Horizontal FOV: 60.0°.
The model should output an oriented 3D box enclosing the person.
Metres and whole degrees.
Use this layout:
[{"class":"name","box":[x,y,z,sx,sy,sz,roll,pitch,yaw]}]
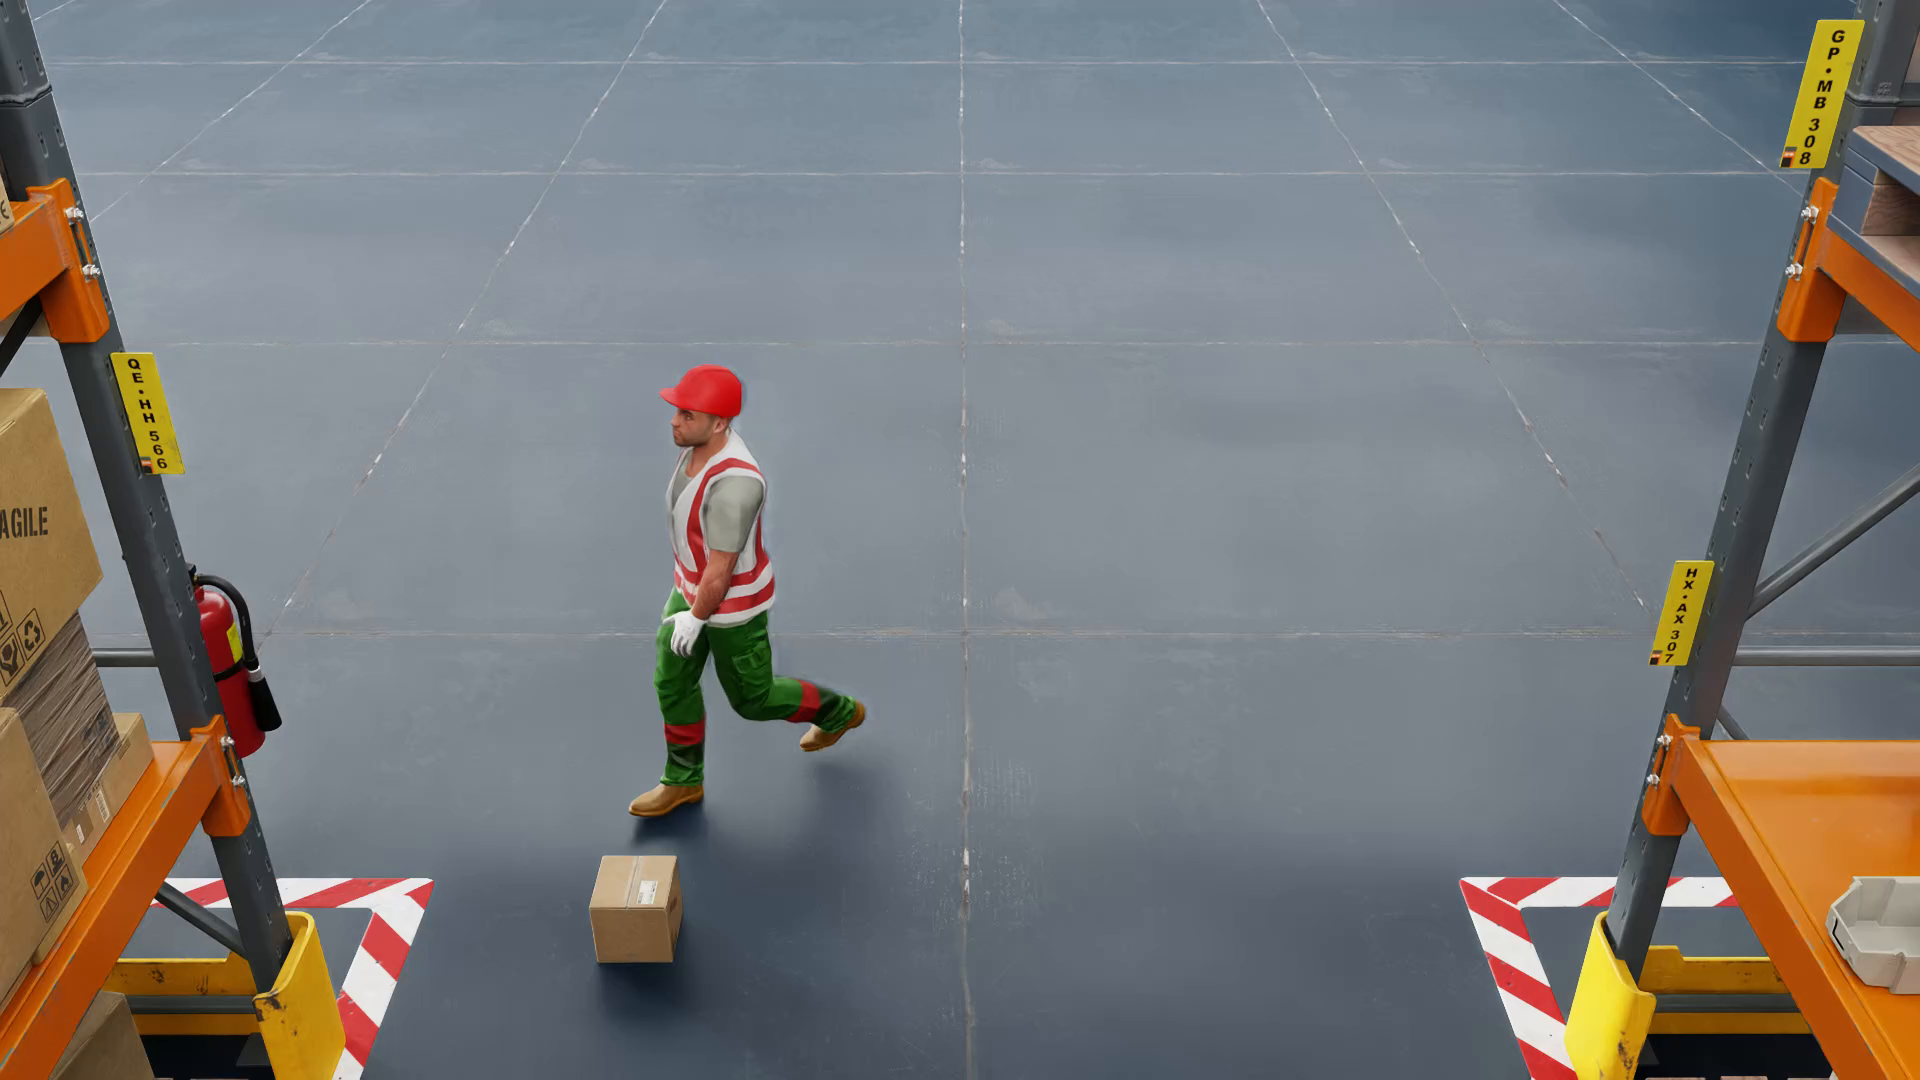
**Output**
[{"class":"person","box":[-0.801,0.171,5.843,0.936,1.755,0.575,-17,35,-25]}]
